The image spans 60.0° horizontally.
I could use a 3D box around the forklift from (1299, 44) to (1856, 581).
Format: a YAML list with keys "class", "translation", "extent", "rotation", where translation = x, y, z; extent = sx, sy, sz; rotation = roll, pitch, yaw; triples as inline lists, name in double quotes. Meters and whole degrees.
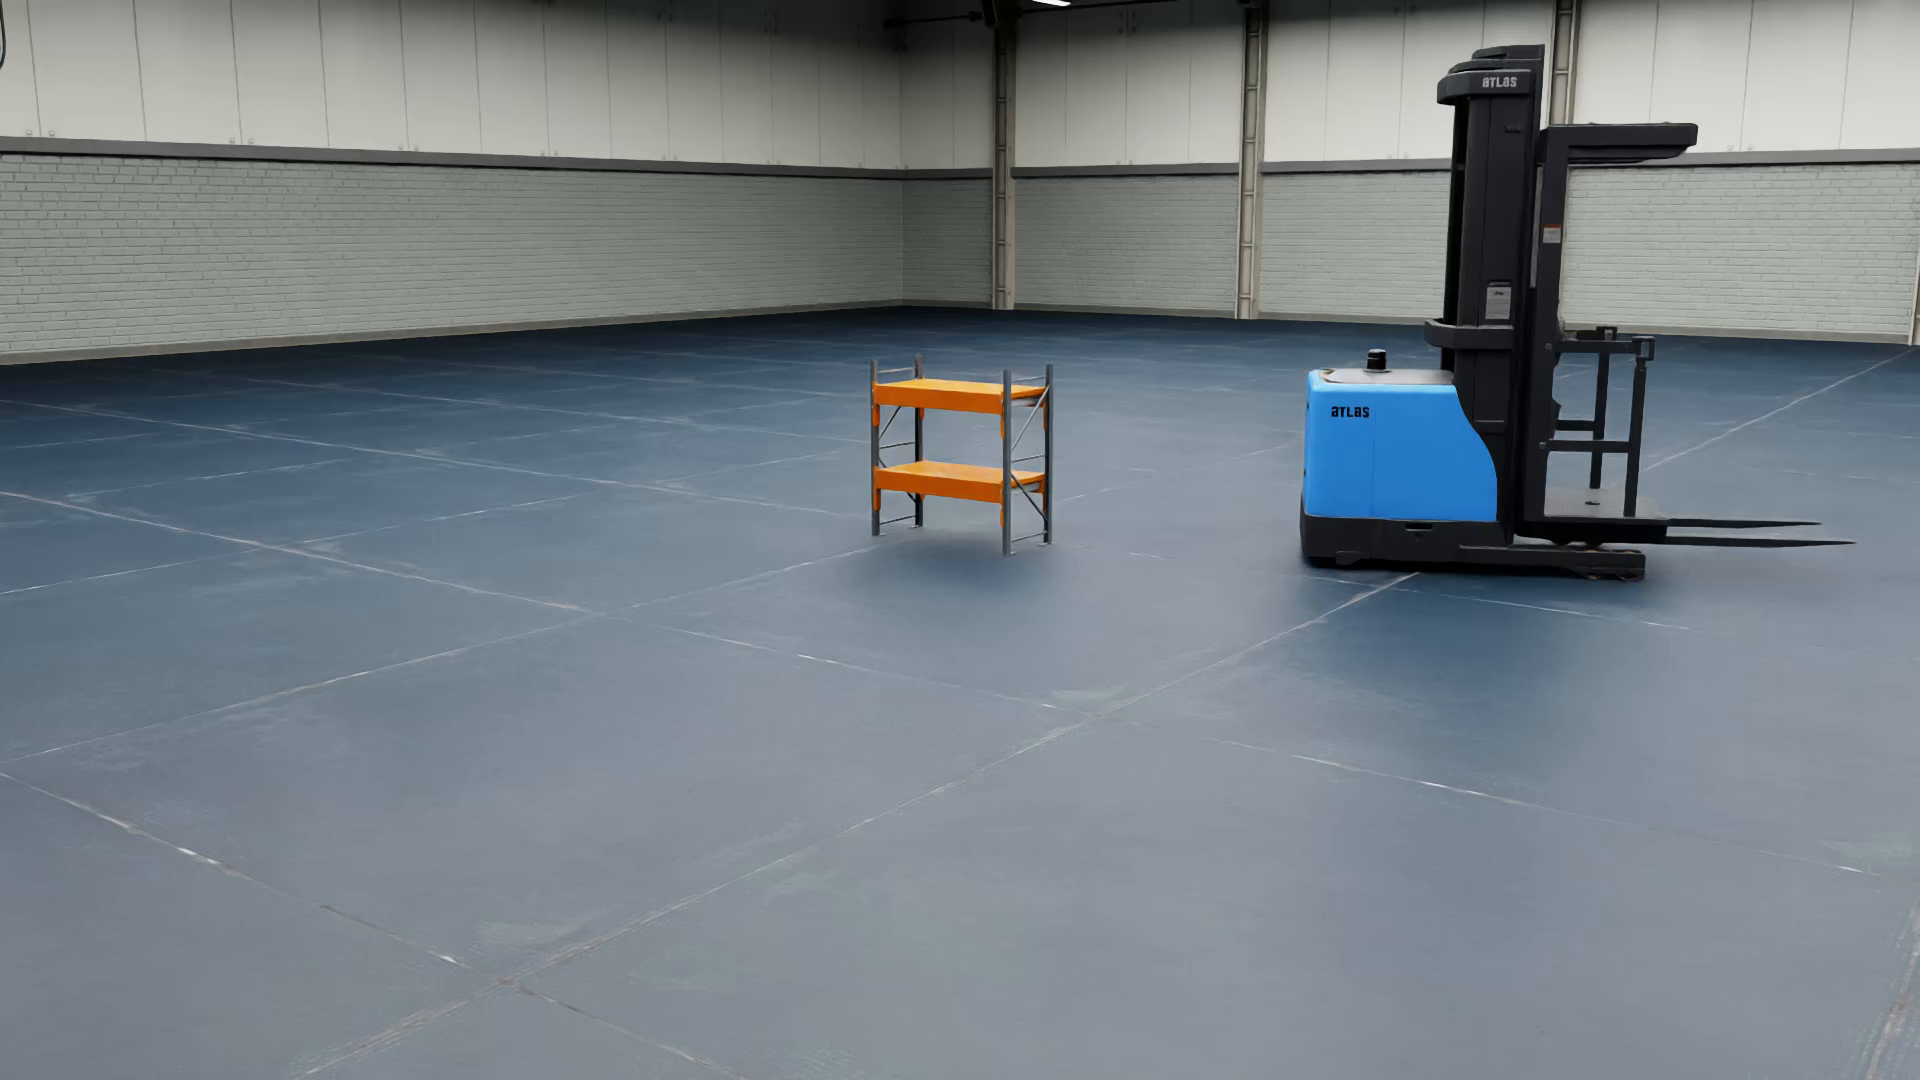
- class: "forklift"
  translation: [3.575, -1.319, 9.633]
  extent: [3.031, 2.935, 1.130]
  rotation: [2, 11, 10]

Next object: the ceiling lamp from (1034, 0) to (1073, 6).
- class: "ceiling lamp"
  translation: [1.148, -11.248, 29.613]
  extent: [0.800, 3.185, 2.000]
  rotation: [8, 13, 36]

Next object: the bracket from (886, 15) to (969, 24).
- class: "bracket"
  translation: [-1.009, -11.536, 36.991]
  extent: [3.189, 0.066, 0.076]
  rotation: [8, 13, 36]

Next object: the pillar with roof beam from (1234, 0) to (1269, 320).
- class: "pillar with roof beam"
  translation: [3.258, -8.243, 29.445]
  extent: [0.548, 9.000, 9.100]
  rotation: [8, 13, 36]

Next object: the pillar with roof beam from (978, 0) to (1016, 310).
- class: "pillar with roof beam"
  translation: [-1.578, -8.917, 32.932]
  extent: [0.548, 9.000, 9.100]
  rotation: [8, 13, 36]

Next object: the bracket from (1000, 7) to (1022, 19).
- class: "bracket"
  translation: [1.095, -11.243, 35.475]
  extent: [0.430, 0.232, 0.235]
  rotation: [8, 13, 36]

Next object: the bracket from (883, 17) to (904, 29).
- class: "bracket"
  translation: [-1.485, -11.602, 37.334]
  extent: [0.430, 0.232, 0.235]
  rotation: [8, 13, 36]

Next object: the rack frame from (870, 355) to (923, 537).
- class: "rack frame"
  translation: [-0.404, -0.609, 10.714]
  extent: [0.032, 1.125, 0.500]
  rotation: [8, 13, 36]

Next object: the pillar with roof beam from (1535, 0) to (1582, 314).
- class: "pillar with roof beam"
  translation: [8.094, -7.568, 25.958]
  extent: [0.400, 9.000, 9.100]
  rotation: [8, 13, 36]

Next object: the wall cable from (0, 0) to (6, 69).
- class: "wall cable"
  translation: [-13.635, -8.409, 21.350]
  extent: [0.169, 6.003, 2.305]
  rotation: [8, 13, 36]

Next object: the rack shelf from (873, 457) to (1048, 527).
- class: "rack shelf"
  translation: [0.005, -0.311, 10.465]
  extent: [1.000, 0.278, 0.538]
  rotation: [8, 13, 36]

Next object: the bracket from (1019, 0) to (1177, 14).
- class: "bracket"
  translation: [3.171, -10.953, 33.977]
  extent: [4.783, 0.066, 0.076]
  rotation: [8, 13, 36]

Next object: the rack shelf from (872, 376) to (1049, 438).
- class: "rack shelf"
  translation: [0.005, -0.839, 10.363]
  extent: [1.000, 0.278, 0.538]
  rotation: [8, 13, 36]

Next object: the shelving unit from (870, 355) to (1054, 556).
- class: "shelving unit"
  translation: [0.005, -0.552, 10.419]
  extent: [1.048, 1.125, 0.538]
  rotation: [8, 13, 36]

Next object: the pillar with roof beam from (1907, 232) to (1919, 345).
- class: "pillar with roof beam"
  translation: [12.930, -6.894, 22.471]
  extent: [0.400, 9.000, 9.100]
  rotation: [8, 13, 36]

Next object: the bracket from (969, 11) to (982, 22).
- class: "bracket"
  translation: [0.426, -11.336, 35.957]
  extent: [0.430, 0.232, 0.235]
  rotation: [8, 13, 36]

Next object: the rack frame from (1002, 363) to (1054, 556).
- class: "rack frame"
  translation: [0.415, -0.494, 10.124]
  extent: [0.032, 1.125, 0.500]
  rotation: [8, 13, 36]
